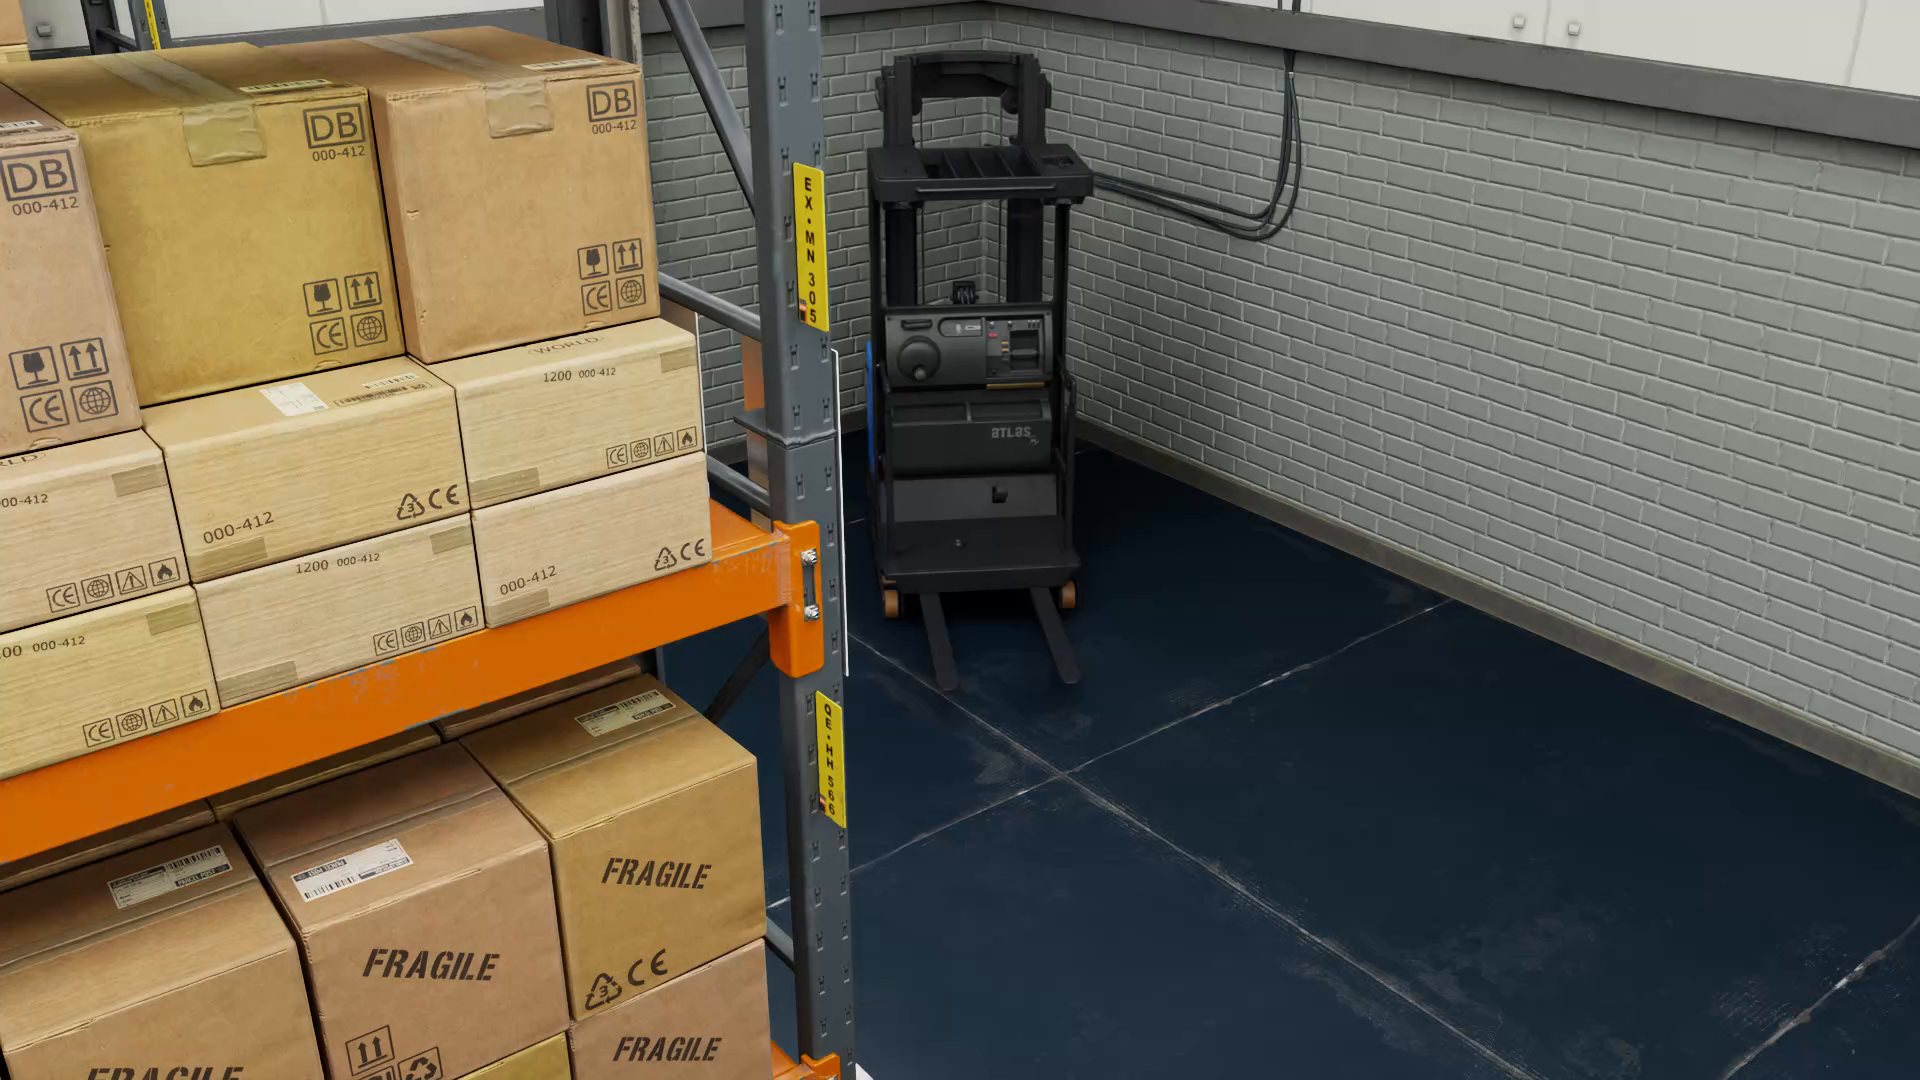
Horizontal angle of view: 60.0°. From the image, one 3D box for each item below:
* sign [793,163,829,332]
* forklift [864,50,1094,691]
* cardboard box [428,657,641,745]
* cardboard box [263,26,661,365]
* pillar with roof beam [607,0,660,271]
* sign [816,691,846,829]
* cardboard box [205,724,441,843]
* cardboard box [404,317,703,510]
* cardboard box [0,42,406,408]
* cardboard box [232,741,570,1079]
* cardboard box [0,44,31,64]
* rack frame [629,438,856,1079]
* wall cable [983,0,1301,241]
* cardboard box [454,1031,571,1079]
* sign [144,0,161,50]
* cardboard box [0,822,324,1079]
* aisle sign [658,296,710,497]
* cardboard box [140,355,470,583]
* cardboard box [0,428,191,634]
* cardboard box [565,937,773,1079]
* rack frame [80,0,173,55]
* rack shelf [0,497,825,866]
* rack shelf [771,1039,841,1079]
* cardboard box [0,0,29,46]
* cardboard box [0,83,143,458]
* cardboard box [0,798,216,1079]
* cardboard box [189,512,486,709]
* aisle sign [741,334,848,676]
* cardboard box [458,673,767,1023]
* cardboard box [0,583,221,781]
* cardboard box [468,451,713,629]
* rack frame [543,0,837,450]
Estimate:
[{"bbox_3d":[-0.298,-0.585,3.332,0.005,0.325,0.100,-18,31,-34],"label":"sign"},{"bbox_3d":[0.079,-1.041,9.012,1.130,2.935,3.031,-3,25,-6],"label":"forklift"},{"bbox_3d":[-1.137,0.517,4.265,0.500,0.500,0.500,-17,30,-33],"label":"cardboard box"},{"bbox_3d":[-1.019,-0.732,3.395,0.500,0.500,0.700,-18,31,-34],"label":"cardboard box"},{"bbox_3d":[0.563,-2.935,5.884,0.400,9.000,9.100,-18,31,-34],"label":"pillar with roof beam"},{"bbox_3d":[-0.298,0.509,3.839,0.005,0.325,0.100,-18,31,-34],"label":"sign"},{"bbox_3d":[-1.543,0.656,3.967,0.500,0.500,0.500,-18,30,-34],"label":"cardboard box"},{"bbox_3d":[-0.872,-0.313,3.382,0.500,0.250,0.500,-18,31,-34],"label":"cardboard box"},{"bbox_3d":[-1.465,-0.630,3.175,0.500,0.500,0.700,-18,31,-34],"label":"cardboard box"},{"bbox_3d":[-1.202,0.828,3.597,0.500,0.500,0.500,-17,30,-33],"label":"cardboard box"},{"bbox_3d":[-4.097,-1.902,6.782,0.500,0.250,0.500,-17,30,-33],"label":"cardboard box"},{"bbox_3d":[-0.625,0.988,4.557,0.127,3.000,1.000,-18,31,-34],"label":"rack frame"},{"bbox_3d":[0.987,-3.315,10.392,0.112,2.526,3.097,-18,31,-34],"label":"wall cable"},{"bbox_3d":[-1.215,1.286,3.798,0.500,0.500,0.500,-18,30,-34],"label":"cardboard box"},{"bbox_3d":[-3.361,-2.195,6.895,0.005,0.325,0.100,-18,31,-34],"label":"sign"},{"bbox_3d":[-1.607,0.964,3.303,0.500,0.500,0.500,-17,30,-33],"label":"cardboard box"},{"bbox_3d":[-0.752,-0.306,4.258,0.004,0.787,0.394,-18,31,-34],"label":"aisle sign"},{"bbox_3d":[-1.265,-0.183,3.102,0.500,0.250,0.500,-18,31,-34],"label":"cardboard box"},{"bbox_3d":[-1.661,-0.054,2.825,0.500,0.250,0.500,-18,31,-34],"label":"cardboard box"},{"bbox_3d":[-0.809,1.150,4.091,0.500,0.500,0.500,-17,30,-32],"label":"cardboard box"},{"bbox_3d":[-3.684,-3.373,6.828,0.127,3.000,1.000,-18,31,-34],"label":"rack frame"},{"bbox_3d":[-2.199,0.474,2.958,4.000,0.370,1.077,-18,31,-34],"label":"rack shelf"},{"bbox_3d":[-2.199,1.834,3.589,4.000,0.370,1.077,-18,31,-34],"label":"rack shelf"},{"bbox_3d":[-4.092,-2.240,6.619,0.500,0.500,0.500,-18,31,-34],"label":"cardboard box"},{"bbox_3d":[-1.792,-0.465,2.819,0.500,0.500,0.700,-18,31,-34],"label":"cardboard box"},{"bbox_3d":[-1.940,0.784,3.691,0.500,0.500,0.500,-18,30,-33],"label":"cardboard box"},{"bbox_3d":[-1.267,0.043,3.209,0.500,0.250,0.500,-18,31,-34],"label":"cardboard box"},{"bbox_3d":[-0.382,-0.107,3.829,0.004,0.787,0.394,-18,31,-34],"label":"aisle sign"},{"bbox_3d":[-0.805,0.696,3.880,0.500,0.500,0.500,-19,31,-34],"label":"cardboard box"},{"bbox_3d":[-1.652,0.177,2.920,0.500,0.250,0.500,-18,31,-34],"label":"cardboard box"},{"bbox_3d":[-0.866,-0.083,3.481,0.500,0.250,0.500,-18,31,-34],"label":"cardboard box"},{"bbox_3d":[-0.625,-1.733,3.294,0.127,3.000,1.000,-18,31,-34],"label":"rack frame"}]
